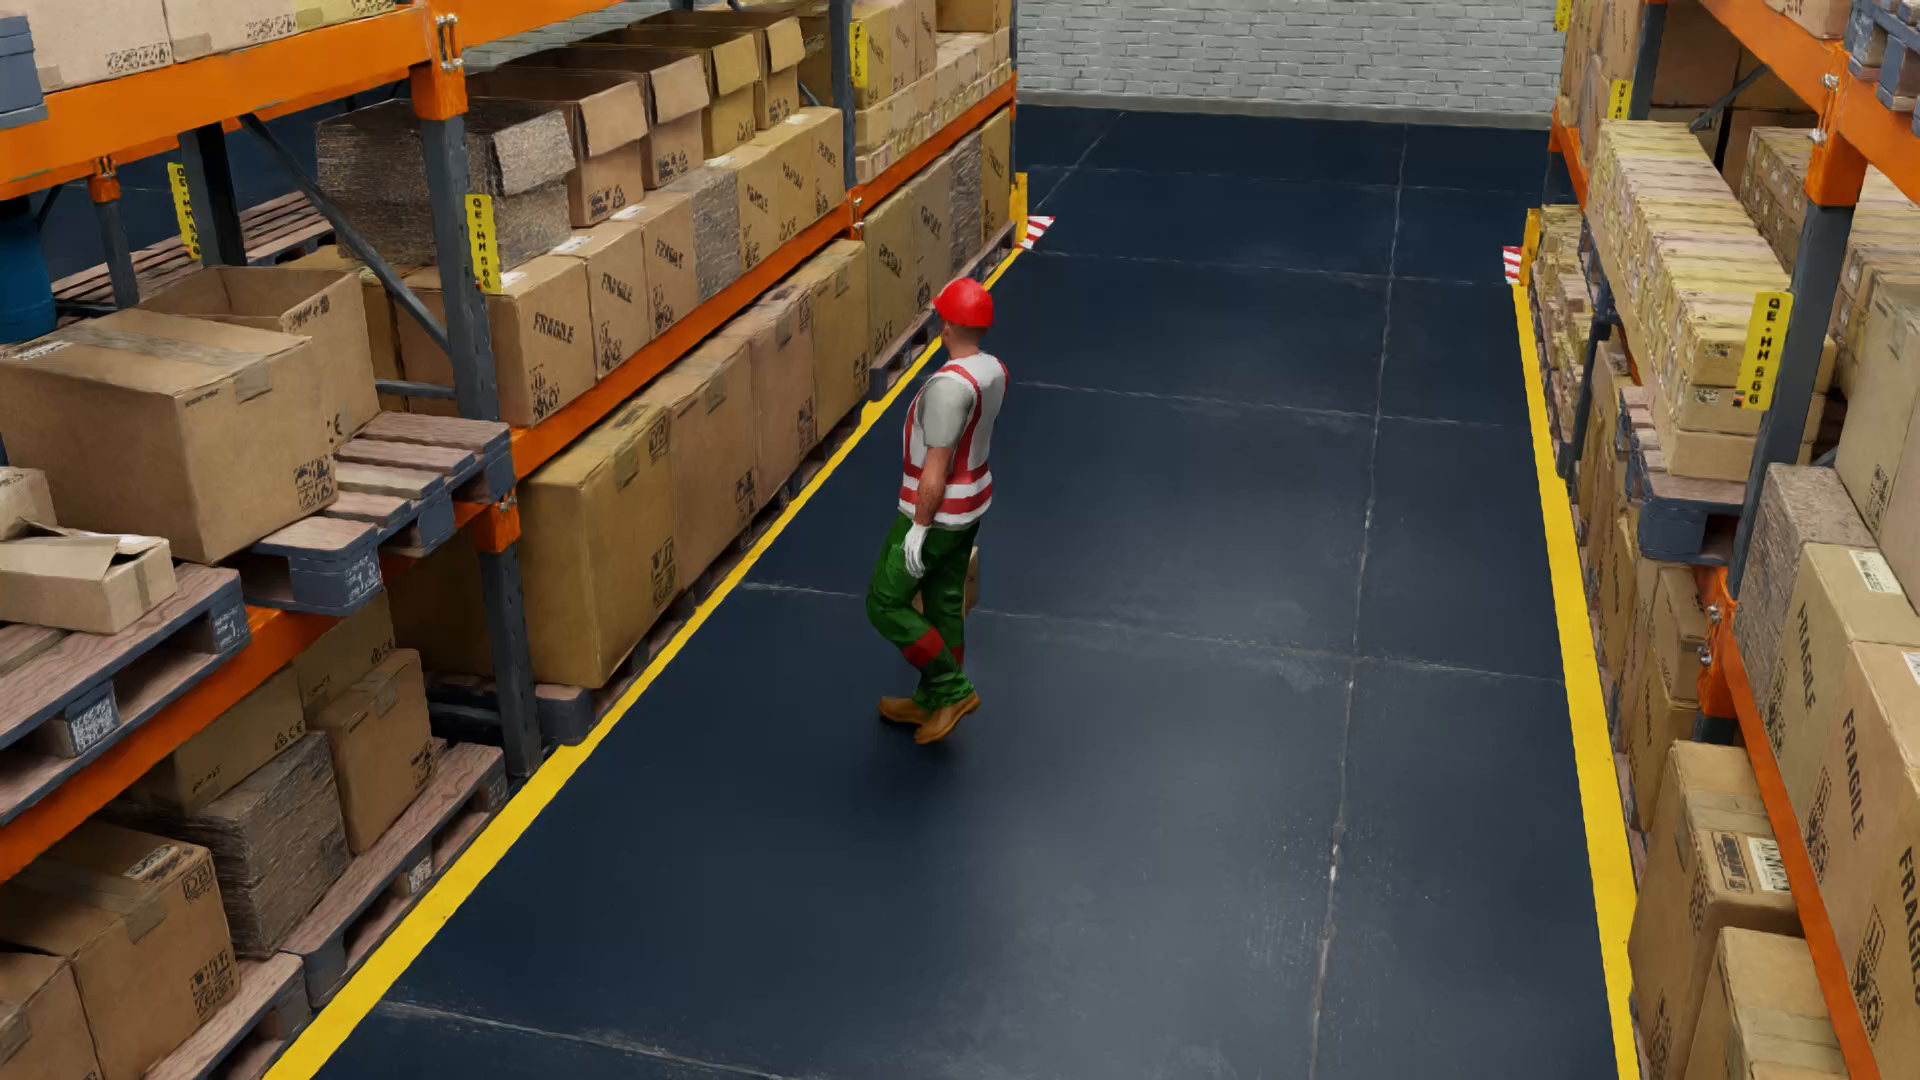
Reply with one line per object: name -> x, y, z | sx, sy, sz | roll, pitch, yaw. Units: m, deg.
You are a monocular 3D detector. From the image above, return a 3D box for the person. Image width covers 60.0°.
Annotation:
person -> -0.090, -0.095, 6.262 | 0.475, 1.785, 0.638 | 10, 27, 20
